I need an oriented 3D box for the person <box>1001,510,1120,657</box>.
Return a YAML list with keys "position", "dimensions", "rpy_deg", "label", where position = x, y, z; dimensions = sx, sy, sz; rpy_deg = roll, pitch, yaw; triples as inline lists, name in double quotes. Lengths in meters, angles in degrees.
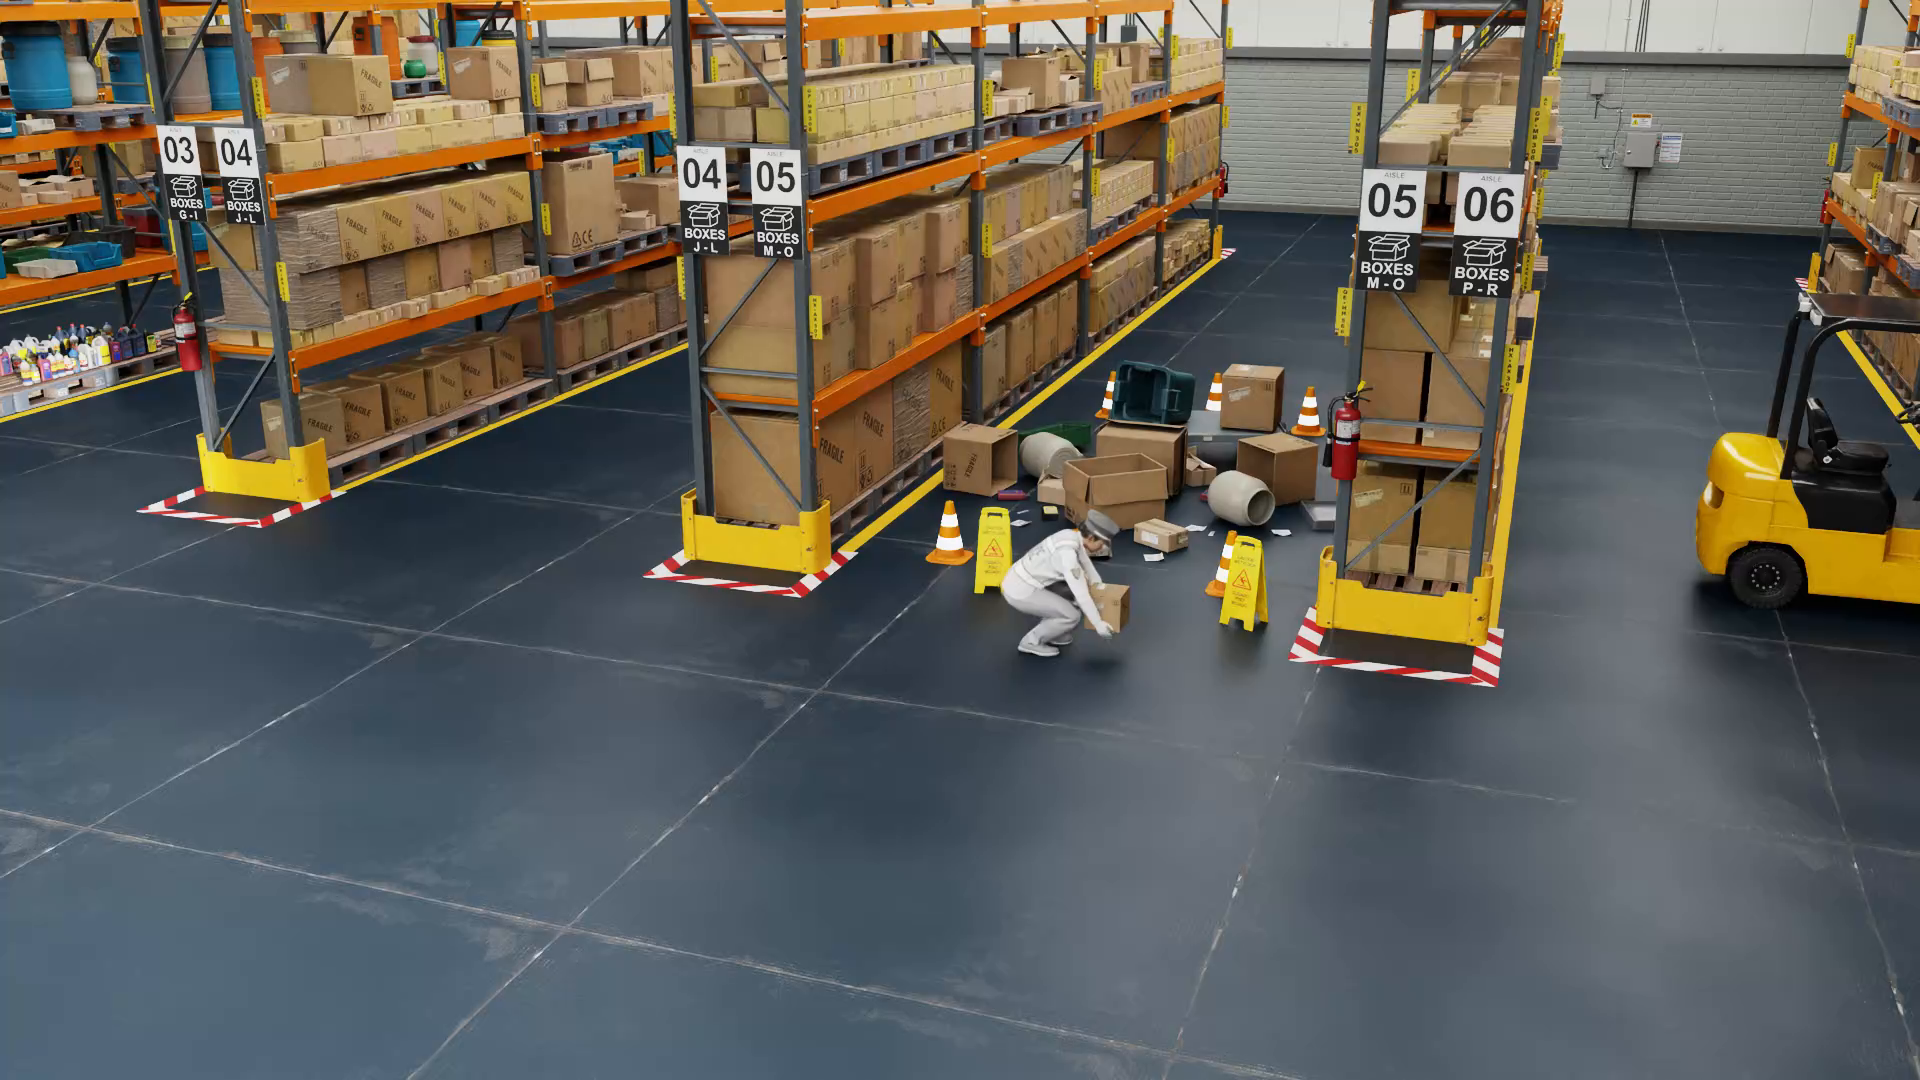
- position: [0.698, 0.283, 11.305]
  dimensions: [0.822, 0.989, 0.471]
  rpy_deg: [4, 19, 11]
  label: "person"
